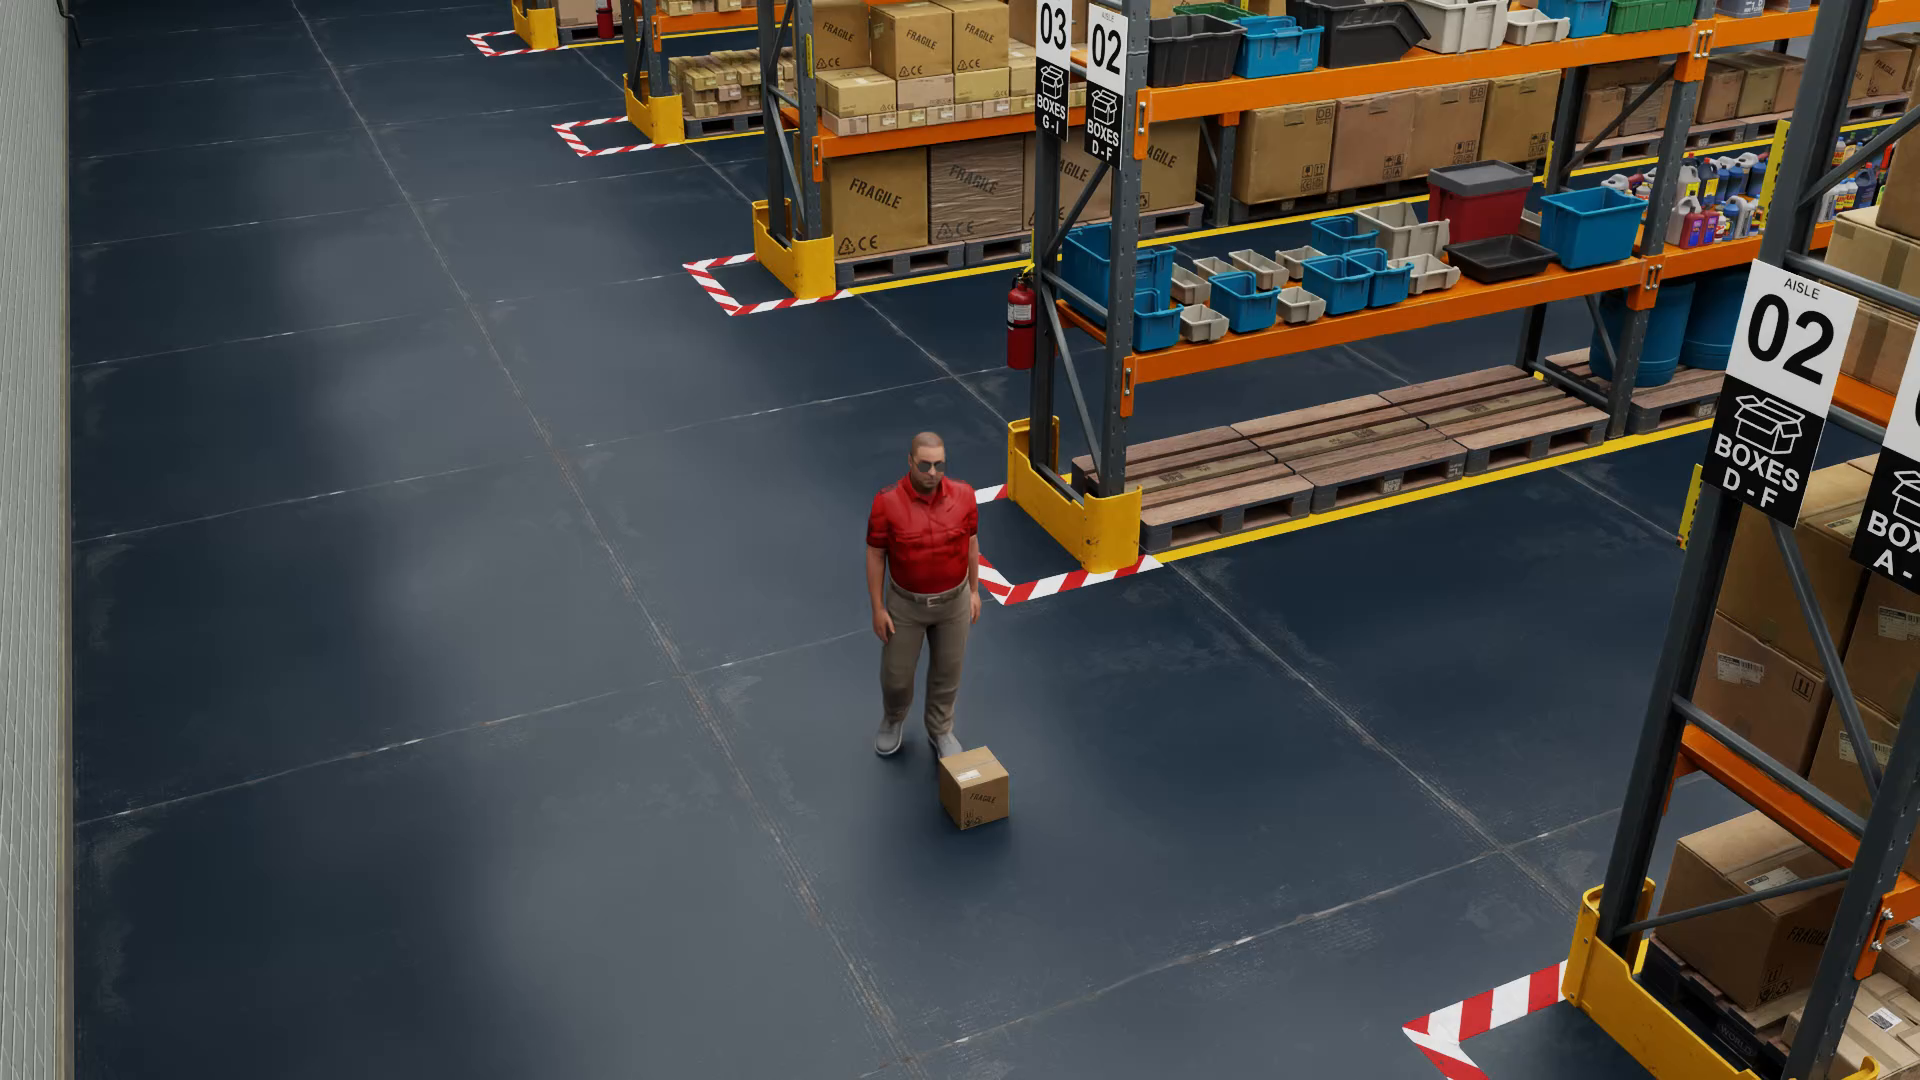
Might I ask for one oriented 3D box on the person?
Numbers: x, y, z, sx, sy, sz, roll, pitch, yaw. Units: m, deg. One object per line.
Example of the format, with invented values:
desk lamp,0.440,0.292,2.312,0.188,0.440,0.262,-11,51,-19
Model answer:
person,-0.167,0.283,7.943,0.569,1.725,0.485,-9,30,-15
